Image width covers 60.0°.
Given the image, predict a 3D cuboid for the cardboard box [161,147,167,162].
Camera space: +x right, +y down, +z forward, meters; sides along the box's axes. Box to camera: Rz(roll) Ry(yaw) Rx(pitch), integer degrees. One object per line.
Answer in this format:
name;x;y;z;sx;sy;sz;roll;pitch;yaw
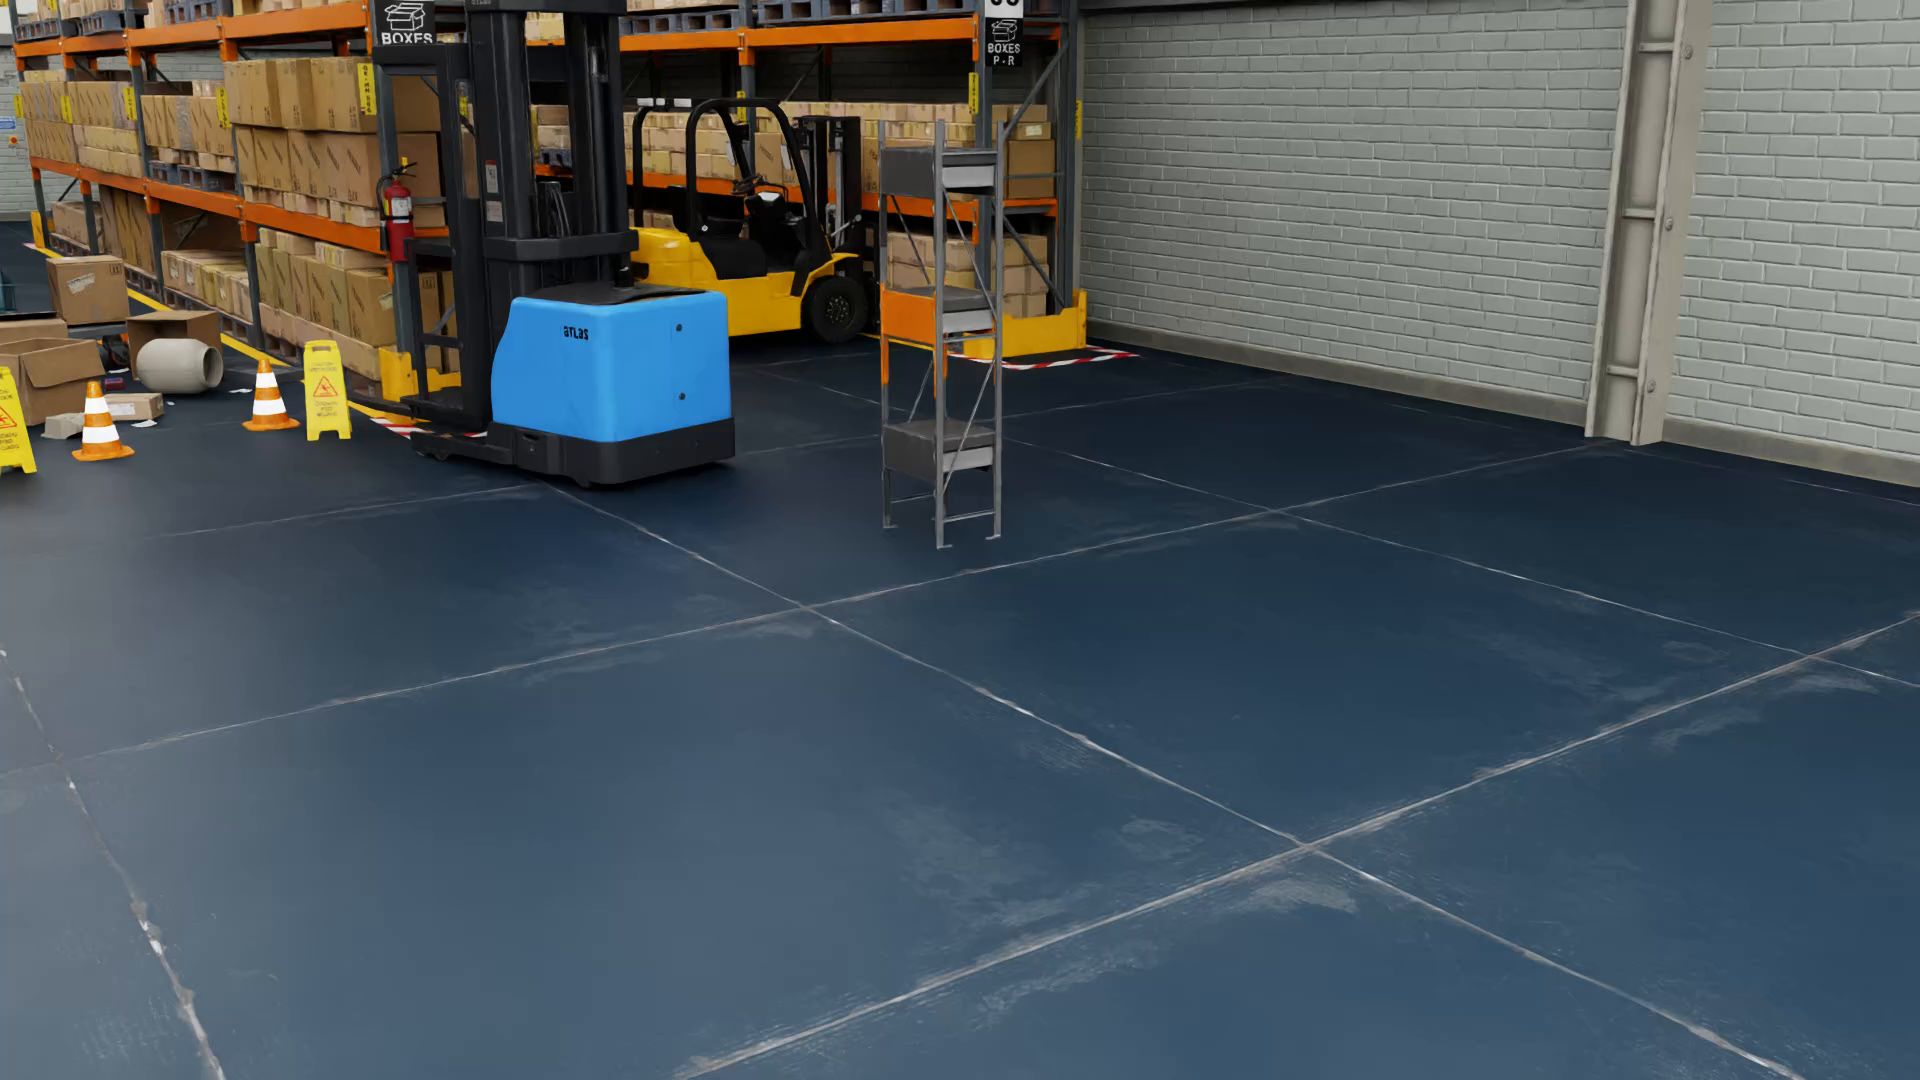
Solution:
cardboard box;-7.850;-3.905;16.844;0.380;0.149;0.250;-12;20;-38

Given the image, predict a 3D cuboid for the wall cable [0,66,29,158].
wall cable;-16.192;-7.467;28.193;0.585;1.953;0.123;-11;19;-35

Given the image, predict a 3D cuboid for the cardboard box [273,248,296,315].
cardboard box;-5.349;-2.157;13.768;0.500;0.500;0.500;-10;18;-32

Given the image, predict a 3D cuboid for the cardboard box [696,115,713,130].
cardboard box;-2.699;-4.519;17.985;0.380;0.149;0.250;-12;19;-36

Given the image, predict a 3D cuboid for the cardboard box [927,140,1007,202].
cardboard box;0.061;-3.229;14.502;0.500;0.500;0.500;-11;19;-36

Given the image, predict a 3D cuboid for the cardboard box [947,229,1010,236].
cardboard box;0.137;-2.713;15.326;0.500;0.250;0.500;-11;19;-34

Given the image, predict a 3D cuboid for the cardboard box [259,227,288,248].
cardboard box;-5.648;-2.546;13.961;0.380;0.149;0.250;-11;19;-34

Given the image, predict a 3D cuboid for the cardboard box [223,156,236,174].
cardboard box;-6.327;-3.348;14.806;0.380;0.149;0.250;-11;19;-34

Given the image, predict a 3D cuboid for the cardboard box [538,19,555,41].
cardboard box;-4.935;-6.378;20.800;0.500;0.250;0.500;-11;19;-34

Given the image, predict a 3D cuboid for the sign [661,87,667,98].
sign;-3.694;-5.470;20.687;0.100;0.325;0.005;-11;19;-35

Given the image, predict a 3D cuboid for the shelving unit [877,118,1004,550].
shelving unit;-0.097;-1.048;8.428;0.431;2.100;0.503;-11;19;-35

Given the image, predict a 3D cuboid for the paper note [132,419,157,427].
paper note;-5.616;-0.806;11.463;0.142;0.019;0.148;10;18;33

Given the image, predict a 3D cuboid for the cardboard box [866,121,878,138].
cardboard box;-0.641;-3.778;15.280;0.380;0.149;0.250;-11;19;-34

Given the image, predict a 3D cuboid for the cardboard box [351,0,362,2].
cardboard box;-3.886;-3.704;11.220;0.380;0.149;0.250;-11;19;-34

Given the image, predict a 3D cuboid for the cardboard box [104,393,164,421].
cardboard box;-5.854;-0.936;11.716;0.380;0.149;0.250;-2;15;-6

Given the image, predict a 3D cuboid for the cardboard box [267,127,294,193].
cardboard box;-5.170;-3.041;13.252;0.500;0.500;0.500;-11;19;-35

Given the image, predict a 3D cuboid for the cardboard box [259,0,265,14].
cardboard box;-5.358;-4.260;13.254;0.380;0.149;0.250;-10;18;-33

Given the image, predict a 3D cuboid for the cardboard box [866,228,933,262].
cardboard box;-0.570;-2.739;15.422;0.500;0.250;0.500;-11;19;-34

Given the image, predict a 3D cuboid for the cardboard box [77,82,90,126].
cardboard box;-10.158;-5.195;19.792;0.500;0.500;0.500;-11;19;-35

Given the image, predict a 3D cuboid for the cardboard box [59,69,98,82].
cardboard box;-10.944;-5.767;20.654;0.380;0.149;0.250;-11;19;-36

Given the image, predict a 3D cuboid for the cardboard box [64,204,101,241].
cardboard box;-11.843;-4.409;23.061;0.875;0.438;0.875;-10;18;-33

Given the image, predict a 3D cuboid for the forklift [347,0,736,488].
forklift;-2.848;-2.008;10.361;3.031;2.935;1.130;12;19;37

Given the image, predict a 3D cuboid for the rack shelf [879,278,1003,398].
rack shelf;-0.097;-1.035;8.432;0.431;0.518;0.480;-11;19;-35

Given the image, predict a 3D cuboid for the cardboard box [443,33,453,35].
cardboard box;-6.979;-7.261;23.462;0.500;0.250;0.500;-11;19;-34

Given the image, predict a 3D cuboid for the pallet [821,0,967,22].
pallet;-0.553;-4.936;15.415;1.003;0.211;1.213;-11;19;-35

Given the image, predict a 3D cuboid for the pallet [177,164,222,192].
pallet;-6.956;-3.545;16.208;1.003;0.211;1.213;-11;19;-35

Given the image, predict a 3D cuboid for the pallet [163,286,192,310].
pallet;-7.695;-2.541;17.462;1.003;0.211;1.213;-11;19;-35

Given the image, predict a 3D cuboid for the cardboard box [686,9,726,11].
cardboard box;-2.827;-5.967;18.471;0.380;0.166;0.250;-11;19;-35

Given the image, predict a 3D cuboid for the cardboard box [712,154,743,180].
cardboard box;-2.297;-3.965;17.666;0.500;0.250;0.500;-10;18;-33

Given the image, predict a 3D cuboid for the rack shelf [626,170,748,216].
rack shelf;-2.965;-4.051;19.057;1.077;0.370;4.000;-11;19;-35

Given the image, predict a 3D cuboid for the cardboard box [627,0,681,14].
cardboard box;-3.534;-6.286;19.004;0.700;0.500;0.500;-11;19;-36

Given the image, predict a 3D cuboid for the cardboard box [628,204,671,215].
cardboard box;-3.785;-3.747;20.286;0.875;0.625;0.625;-10;18;-33

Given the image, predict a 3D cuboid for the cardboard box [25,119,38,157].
cardboard box;-12.807;-5.663;23.395;0.500;0.500;0.500;-11;19;-35

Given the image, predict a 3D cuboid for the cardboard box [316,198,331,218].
cardboard box;-4.651;-2.533;12.625;0.380;0.149;0.250;-11;19;-35

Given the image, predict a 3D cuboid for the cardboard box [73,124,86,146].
cardboard box;-10.475;-4.939;20.276;0.500;0.250;0.500;-12;19;-36

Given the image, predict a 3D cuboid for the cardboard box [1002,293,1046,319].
cardboard box;0.433;-2.128;15.082;0.500;0.250;0.500;-11;19;-34

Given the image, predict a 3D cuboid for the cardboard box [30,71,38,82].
cardboard box;-12.431;-6.315;22.654;0.380;0.149;0.250;-12;19;-36

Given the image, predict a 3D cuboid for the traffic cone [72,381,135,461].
traffic cone;-5.444;-0.768;10.507;0.336;0.463;0.334;-11;19;-35

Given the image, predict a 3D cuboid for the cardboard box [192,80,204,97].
cardboard box;-6.852;-4.170;15.353;0.380;0.149;0.250;-12;19;-37

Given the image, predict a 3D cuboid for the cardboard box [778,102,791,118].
cardboard box;-1.600;-4.322;16.703;0.380;0.149;0.250;-11;19;-34

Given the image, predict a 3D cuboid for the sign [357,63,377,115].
sign;-3.910;-2.974;10.969;0.100;0.325;0.005;-11;19;-35

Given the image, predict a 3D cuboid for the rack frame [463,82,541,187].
rack frame;-6.492;-5.679;23.643;1.000;3.000;0.127;-11;19;-35

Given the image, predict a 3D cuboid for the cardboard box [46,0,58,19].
cardboard box;-11.140;-6.627;20.695;0.396;0.266;0.258;-10;18;-33

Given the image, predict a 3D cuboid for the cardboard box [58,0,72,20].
cardboard box;-10.494;-6.331;19.802;0.396;0.266;0.258;-11;19;-35

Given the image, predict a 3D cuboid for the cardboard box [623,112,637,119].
cardboard box;-3.862;-4.964;19.614;0.380;0.149;0.250;-10;18;-33

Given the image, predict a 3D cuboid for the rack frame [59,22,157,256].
rack frame;-10.505;-4.908;20.825;1.000;3.000;0.127;-11;19;-35

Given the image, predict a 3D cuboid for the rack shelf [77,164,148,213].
rack shelf;-9.329;-4.134;19.360;1.077;0.370;4.000;-11;19;-35

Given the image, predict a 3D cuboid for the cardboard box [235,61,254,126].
cardboard box;-5.436;-3.633;13.522;0.700;0.500;0.500;-11;19;-34

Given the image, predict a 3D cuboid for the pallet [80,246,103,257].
pallet;-10.889;-3.737;21.831;1.003;0.211;1.213;-11;19;-35

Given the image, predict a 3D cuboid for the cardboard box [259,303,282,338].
cardboard box;-5.673;-1.908;14.278;0.500;0.250;0.500;-12;19;-37

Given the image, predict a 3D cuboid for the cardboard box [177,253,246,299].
cardboard box;-7.389;-2.710;16.978;0.950;0.372;0.625;-11;19;-36

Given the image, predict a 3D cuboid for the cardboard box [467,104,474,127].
cardboard box;-6.389;-5.792;23.070;0.700;0.500;0.500;-10;18;-33

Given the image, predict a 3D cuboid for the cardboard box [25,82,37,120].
cardboard box;-12.496;-6.036;22.865;0.500;0.500;0.500;-11;19;-36

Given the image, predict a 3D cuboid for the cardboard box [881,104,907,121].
cardboard box;-0.493;-3.867;15.043;0.380;0.149;0.250;-10;18;-33
